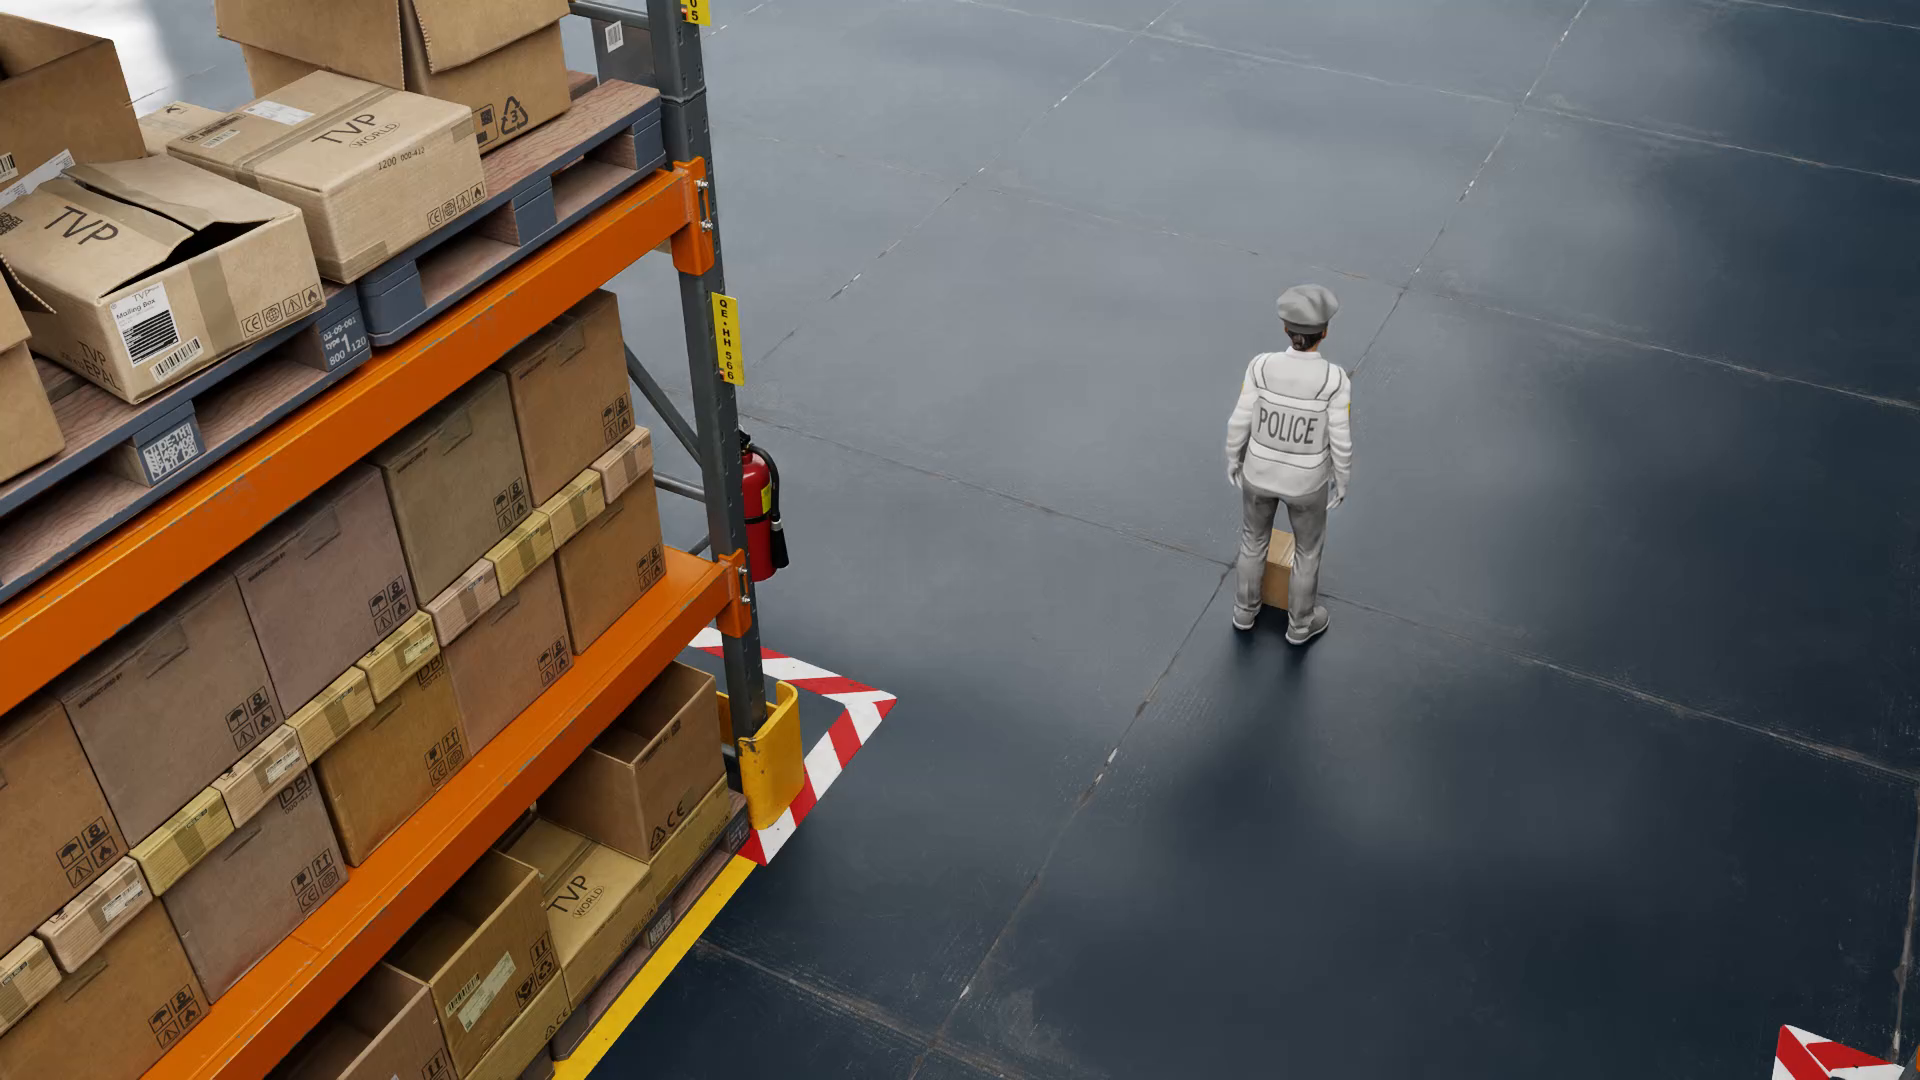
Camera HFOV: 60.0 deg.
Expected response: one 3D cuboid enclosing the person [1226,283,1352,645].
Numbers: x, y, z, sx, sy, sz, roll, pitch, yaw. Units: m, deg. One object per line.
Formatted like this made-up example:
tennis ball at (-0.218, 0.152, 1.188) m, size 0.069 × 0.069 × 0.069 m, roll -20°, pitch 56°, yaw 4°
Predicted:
person at (1.395, -0.282, 7.101) m, size 0.547 × 1.666 × 0.371 m, roll 16°, pitch 41°, yaw 19°
